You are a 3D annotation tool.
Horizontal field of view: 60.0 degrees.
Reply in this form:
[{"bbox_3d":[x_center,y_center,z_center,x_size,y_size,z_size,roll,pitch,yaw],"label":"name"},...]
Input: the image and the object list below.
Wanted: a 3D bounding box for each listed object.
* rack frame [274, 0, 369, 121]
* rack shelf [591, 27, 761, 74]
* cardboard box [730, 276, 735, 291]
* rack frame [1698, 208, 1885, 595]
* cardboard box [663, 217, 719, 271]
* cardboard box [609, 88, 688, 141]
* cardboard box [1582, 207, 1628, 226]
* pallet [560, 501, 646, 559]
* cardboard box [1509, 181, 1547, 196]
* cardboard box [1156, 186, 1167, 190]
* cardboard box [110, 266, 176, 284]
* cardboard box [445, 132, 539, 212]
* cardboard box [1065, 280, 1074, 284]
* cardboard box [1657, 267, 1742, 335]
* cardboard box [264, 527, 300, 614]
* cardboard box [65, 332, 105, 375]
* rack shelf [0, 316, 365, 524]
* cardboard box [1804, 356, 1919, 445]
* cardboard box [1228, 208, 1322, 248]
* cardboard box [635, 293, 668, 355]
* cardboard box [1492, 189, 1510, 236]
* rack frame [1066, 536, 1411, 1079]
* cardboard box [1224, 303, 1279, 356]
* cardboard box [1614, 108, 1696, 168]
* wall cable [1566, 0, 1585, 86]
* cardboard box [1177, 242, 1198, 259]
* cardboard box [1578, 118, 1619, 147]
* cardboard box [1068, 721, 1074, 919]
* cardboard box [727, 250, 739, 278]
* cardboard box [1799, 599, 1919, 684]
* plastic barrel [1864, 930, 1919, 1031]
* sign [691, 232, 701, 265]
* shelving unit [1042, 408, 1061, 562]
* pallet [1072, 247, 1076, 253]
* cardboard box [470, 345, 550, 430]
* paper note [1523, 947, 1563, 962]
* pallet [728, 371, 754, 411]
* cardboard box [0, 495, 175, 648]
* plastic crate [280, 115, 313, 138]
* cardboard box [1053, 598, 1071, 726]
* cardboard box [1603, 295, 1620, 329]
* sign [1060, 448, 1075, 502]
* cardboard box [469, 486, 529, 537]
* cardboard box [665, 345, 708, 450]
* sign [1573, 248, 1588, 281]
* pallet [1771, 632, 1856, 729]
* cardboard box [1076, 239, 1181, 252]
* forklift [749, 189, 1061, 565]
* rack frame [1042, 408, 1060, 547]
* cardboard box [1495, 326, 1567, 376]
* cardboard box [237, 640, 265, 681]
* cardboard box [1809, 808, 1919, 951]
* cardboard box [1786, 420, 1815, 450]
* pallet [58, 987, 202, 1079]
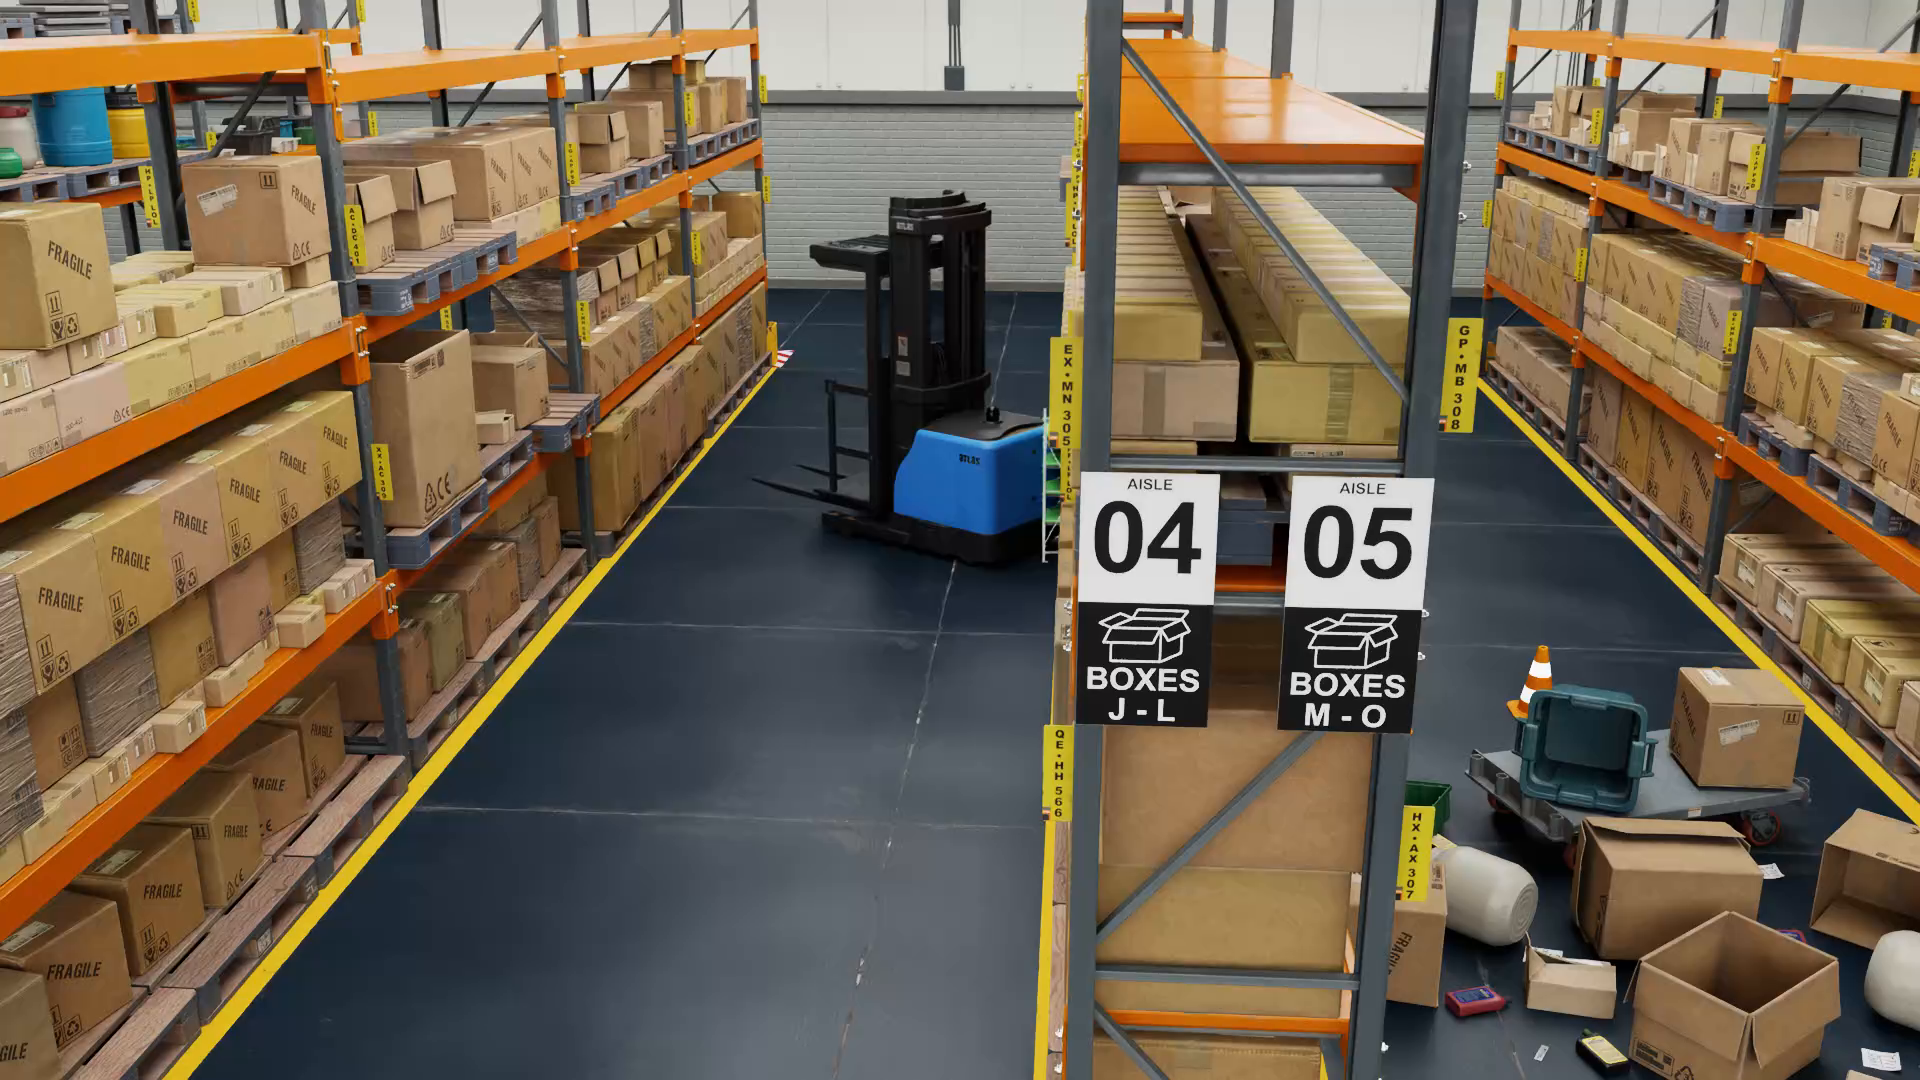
[{"bbox_3d":[-7.885,-6.669,20.324,1.000,3.000,0.127,1,18,4],"label":"rack frame"},{"bbox_3d":[-3.088,-5.405,18.265,1.077,0.370,4.000,1,18,4],"label":"rack shelf"},{"bbox_3d":[-2.769,-2.914,18.904,0.380,0.149,0.250,1,18,2],"label":"cardboard box"},{"bbox_3d":[6.366,-1.002,12.663,1.000,3.000,0.127,1,18,4],"label":"rack frame"},{"bbox_3d":[-2.899,-3.187,17.892,0.500,0.500,0.500,1,18,4],"label":"cardboard box"},{"bbox_3d":[-3.236,-4.430,17.311,0.700,0.500,0.500,0,18,1],"label":"cardboard box"},{"bbox_3d":[6.485,-3.257,16.738,0.380,0.149,0.250,2,18,5],"label":"cardboard box"},{"bbox_3d":[-3.387,-0.141,14.514,1.003,0.211,1.213,1,18,4],"label":"pallet"},{"bbox_3d":[6.557,-4.052,19.164,0.380,0.149,0.250,2,18,6],"label":"cardboard box"},{"bbox_3d":[1.077,-2.176,10.737,0.500,0.311,0.500,1,18,3],"label":"cardboard box"},{"bbox_3d":[-4.128,-1.262,8.240,0.380,0.149,0.250,1,18,4],"label":"cardboard box"},{"bbox_3d":[-3.329,-2.620,11.821,0.500,0.500,0.500,1,18,4],"label":"cardboard box"},{"bbox_3d":[1.166,-2.330,15.491,0.380,0.149,0.250,1,18,3],"label":"cardboard box"},{"bbox_3d":[6.213,-2.004,13.956,0.500,0.500,0.500,1,18,4],"label":"cardboard box"},{"bbox_3d":[-3.970,0.123,8.591,0.875,0.500,0.500,1,18,4],"label":"cardboard box"},{"bbox_3d":[-3.715,-0.765,6.725,0.380,0.149,0.250,0,18,1],"label":"cardboard box"},{"bbox_3d":[-3.949,-0.443,7.296,1.077,0.370,4.000,1,18,4],"label":"rack shelf"},{"bbox_3d":[6.041,-0.928,11.126,0.500,0.500,0.500,2,18,5],"label":"cardboard box"},{"bbox_3d":[1.355,-1.335,7.151,0.380,0.149,0.250,1,18,4],"label":"cardboard box"},{"bbox_3d":[-3.066,-2.045,15.687,0.500,0.500,0.500,1,18,3],"label":"cardboard box"},{"bbox_3d":[6.621,-3.866,19.639,0.500,0.500,0.500,1,18,3],"label":"cardboard box"},{"bbox_3d":[0.848,1.404,5.321,1.000,3.000,0.127,1,18,4],"label":"rack frame"},{"bbox_3d":[1.174,-0.641,5.672,0.500,0.250,0.500,1,18,3],"label":"cardboard box"},{"bbox_3d":[6.300,-3.649,15.090,0.500,0.500,0.500,1,18,3],"label":"cardboard box"},{"bbox_3d":[10.592,-8.036,24.437,2.988,3.039,0.133,1,18,4],"label":"wall cable"},{"bbox_3d":[0.750,-1.122,7.141,0.500,0.250,0.500,1,18,3],"label":"cardboard box"},{"bbox_3d":[6.379,-4.058,16.554,0.396,0.266,0.258,2,18,6],"label":"cardboard box"},{"bbox_3d":[0.847,1.045,6.176,0.875,0.550,0.550,1,18,4],"label":"cardboard box"},{"bbox_3d":[-2.822,-3.144,18.963,0.500,0.250,0.500,1,18,4],"label":"cardboard box"},{"bbox_3d":[6.211,0.688,11.053,0.950,0.372,0.625,2,18,6],"label":"cardboard box"},{"bbox_3d":[4.430,2.032,7.542,0.512,0.421,0.421,17,25,41],"label":"plastic barrel"},{"bbox_3d":[-2.690,-2.969,16.933,0.100,0.325,0.005,1,18,4],"label":"sign"},{"bbox_3d":[0.813,-0.459,13.858,0.258,1.200,0.503,0,15,3],"label":"shelving unit"},{"bbox_3d":[1.428,-2.215,11.853,1.213,0.211,1.003,2,18,6],"label":"pallet"},{"bbox_3d":[-3.458,-1.126,12.206,0.700,0.500,0.500,4,19,12],"label":"cardboard box"},{"bbox_3d":[2.863,2.039,8.164,0.172,0.023,0.155,8,20,23],"label":"paper note"},{"bbox_3d":[-3.014,-1.754,19.438,1.003,0.211,1.213,1,18,4],"label":"pallet"},{"bbox_3d":[-3.704,0.123,6.988,0.500,0.500,0.500,1,18,4],"label":"cardboard box"},{"bbox_3d":[-8.191,-5.068,20.465,0.497,0.269,0.590,1,18,4],"label":"plastic crate"},{"bbox_3d":[1.089,0.836,9.992,1.050,0.750,0.750,1,18,4],"label":"cardboard box"},{"bbox_3d":[6.331,-2.117,15.506,0.500,0.250,0.500,2,18,5],"label":"cardboard box"},{"bbox_3d":[0.593,-0.360,8.972,0.100,0.325,0.005,1,18,4],"label":"sign"},{"bbox_3d":[-3.565,-0.227,12.401,0.500,0.250,0.500,3,18,10],"label":"cardboard box"},{"bbox_3d":[-3.258,-1.456,16.787,1.225,0.875,0.875,1,18,4],"label":"cardboard box"},{"bbox_3d":[6.099,-2.705,16.343,0.100,0.325,0.005,1,18,4],"label":"sign"},{"bbox_3d":[6.218,0.944,11.203,1.003,0.211,1.213,1,18,4],"label":"pallet"},{"bbox_3d":[0.625,-1.035,6.236,0.380,0.149,0.250,1,18,3],"label":"cardboard box"},{"bbox_3d":[-0.588,-1.547,14.436,3.031,2.935,1.130,14,23,37],"label":"forklift"},{"bbox_3d":[0.824,-0.524,14.093,0.240,1.200,0.015,0,15,3],"label":"rack frame"},{"bbox_3d":[6.992,-2.261,19.947,0.875,0.438,0.875,1,18,2],"label":"cardboard box"},{"bbox_3d":[-3.667,0.599,8.180,0.380,0.149,0.250,1,18,4],"label":"cardboard box"},{"bbox_3d":[4.645,1.730,8.337,0.500,0.500,0.500,17,25,41],"label":"cardboard box"},{"bbox_3d":[5.997,-0.729,11.560,0.380,0.149,0.250,1,18,4],"label":"cardboard box"},{"bbox_3d":[-3.993,2.312,7.029,1.003,0.211,1.213,1,18,4],"label":"pallet"}]
